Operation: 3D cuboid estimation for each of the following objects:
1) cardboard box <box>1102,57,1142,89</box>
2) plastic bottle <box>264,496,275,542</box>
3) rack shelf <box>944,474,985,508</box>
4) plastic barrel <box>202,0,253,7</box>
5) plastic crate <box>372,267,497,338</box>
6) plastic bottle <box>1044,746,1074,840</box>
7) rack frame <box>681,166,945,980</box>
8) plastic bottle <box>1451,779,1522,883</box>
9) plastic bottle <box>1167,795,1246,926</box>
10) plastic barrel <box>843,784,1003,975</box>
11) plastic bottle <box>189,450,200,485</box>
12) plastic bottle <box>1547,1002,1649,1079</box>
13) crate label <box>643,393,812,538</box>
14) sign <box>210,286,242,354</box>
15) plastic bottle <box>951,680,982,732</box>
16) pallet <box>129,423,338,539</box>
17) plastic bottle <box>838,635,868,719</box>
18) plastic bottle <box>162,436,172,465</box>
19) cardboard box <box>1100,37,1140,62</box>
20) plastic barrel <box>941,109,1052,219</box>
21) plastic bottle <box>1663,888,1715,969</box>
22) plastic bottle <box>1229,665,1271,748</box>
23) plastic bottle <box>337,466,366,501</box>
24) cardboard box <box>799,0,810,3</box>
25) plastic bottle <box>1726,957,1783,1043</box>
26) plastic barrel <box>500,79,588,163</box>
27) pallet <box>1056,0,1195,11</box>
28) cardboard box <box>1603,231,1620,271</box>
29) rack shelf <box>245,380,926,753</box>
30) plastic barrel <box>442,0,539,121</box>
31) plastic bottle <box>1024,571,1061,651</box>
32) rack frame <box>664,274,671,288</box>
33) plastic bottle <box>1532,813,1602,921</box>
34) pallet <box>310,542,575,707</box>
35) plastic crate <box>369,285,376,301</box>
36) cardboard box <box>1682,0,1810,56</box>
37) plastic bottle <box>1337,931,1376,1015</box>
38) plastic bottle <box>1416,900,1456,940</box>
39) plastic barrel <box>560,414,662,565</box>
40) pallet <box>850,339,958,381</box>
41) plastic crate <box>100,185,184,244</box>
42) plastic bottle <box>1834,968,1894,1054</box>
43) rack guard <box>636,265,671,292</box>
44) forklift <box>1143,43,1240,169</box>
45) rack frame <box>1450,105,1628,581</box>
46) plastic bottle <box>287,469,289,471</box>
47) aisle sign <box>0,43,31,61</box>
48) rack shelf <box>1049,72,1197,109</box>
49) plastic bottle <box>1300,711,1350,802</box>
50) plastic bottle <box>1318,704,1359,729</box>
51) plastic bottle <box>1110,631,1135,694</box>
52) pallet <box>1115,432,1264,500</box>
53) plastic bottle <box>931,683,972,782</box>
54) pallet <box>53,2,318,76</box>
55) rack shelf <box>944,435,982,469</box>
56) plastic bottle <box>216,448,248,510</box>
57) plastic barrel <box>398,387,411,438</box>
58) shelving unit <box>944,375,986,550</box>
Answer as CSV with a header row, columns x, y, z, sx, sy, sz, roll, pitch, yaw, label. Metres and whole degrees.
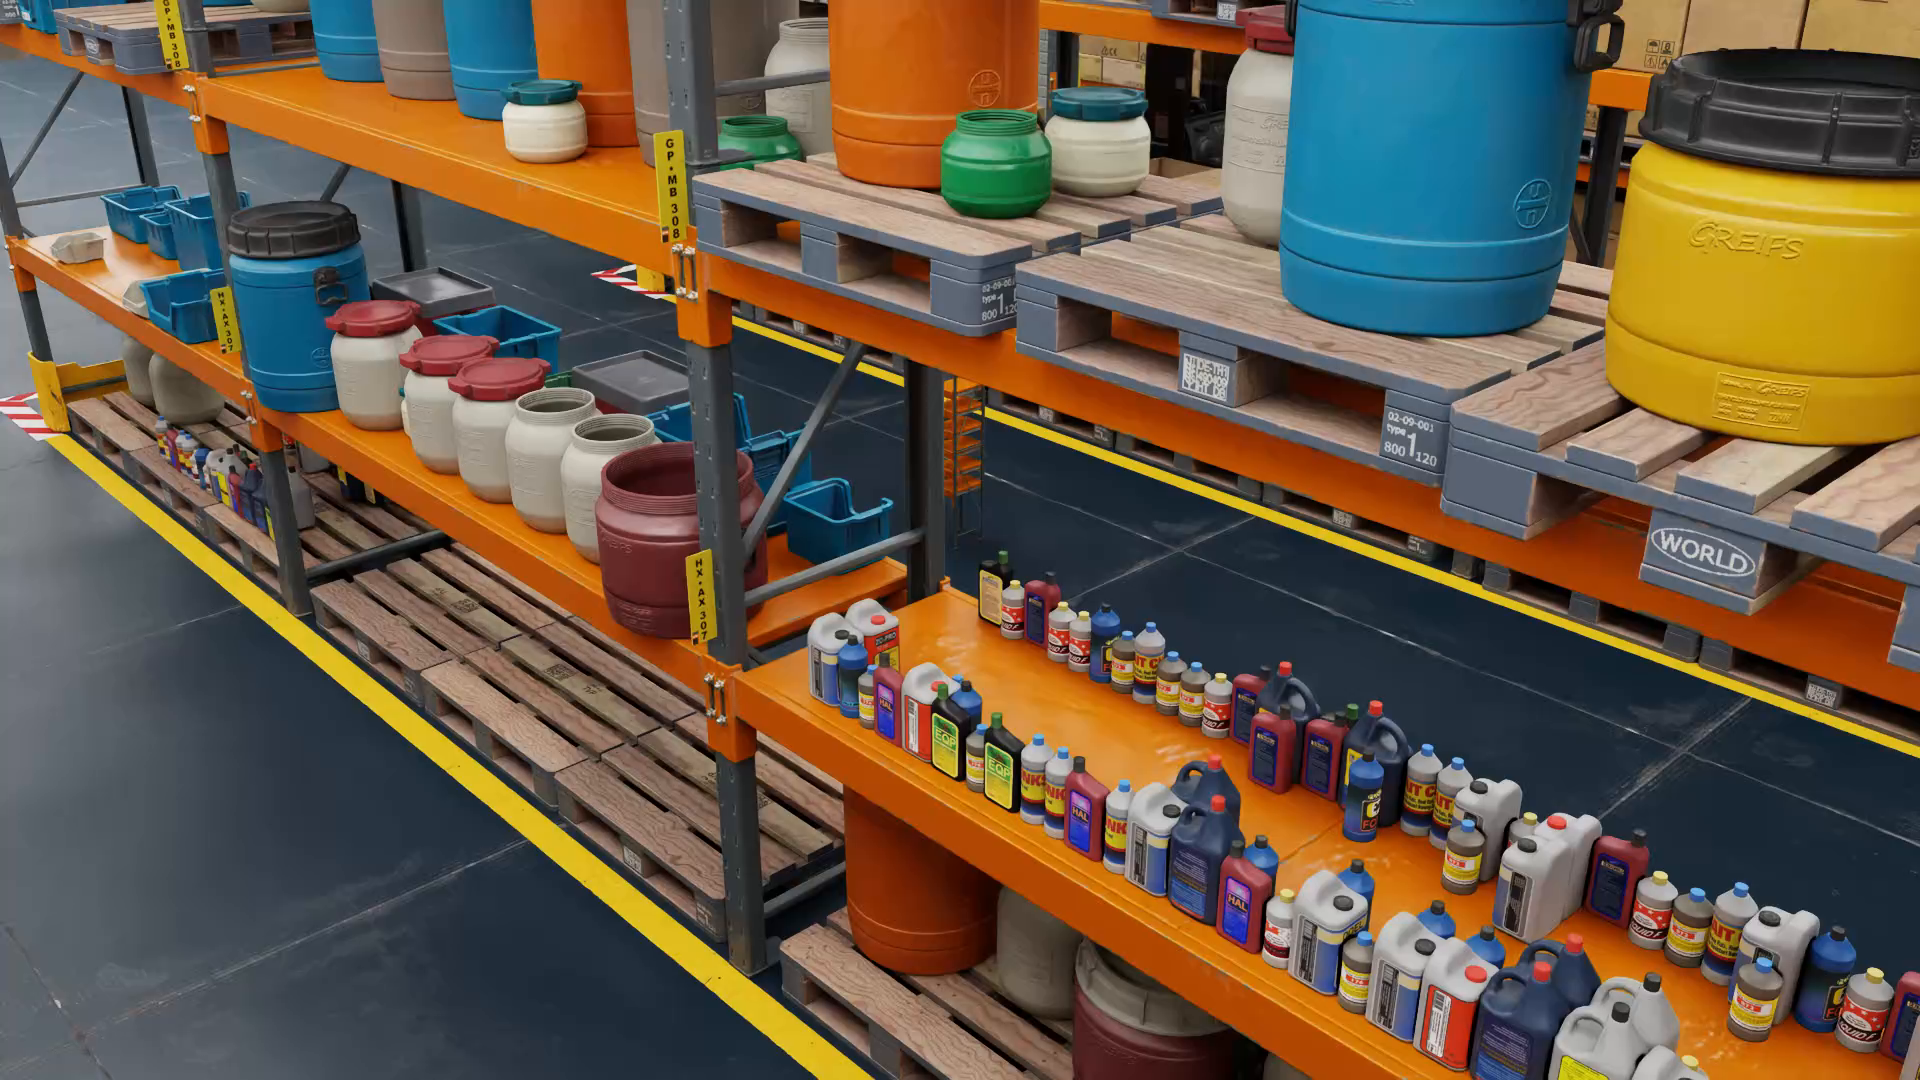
x,y,z,sx,sy,sz,roll,pitch,yaw,label
1.770,-4.676,16.543,0.500,0.250,0.500,-22,33,-40,cardboard box
-3.764,-0.121,9.144,0.061,0.283,0.133,-19,31,-36,plastic bottle
-0.010,-0.291,9.629,0.258,0.103,0.180,-21,32,-38,rack shelf
-3.797,-3.220,8.471,0.600,0.901,0.708,-21,32,-38,plastic barrel
-2.640,-1.074,8.412,0.402,0.464,0.583,-21,32,-38,plastic crate
0.290,0.712,4.731,0.097,0.271,0.097,0,25,0,plastic bottle
-0.461,0.107,5.900,1.000,3.000,0.127,-21,32,-38,rack frame
1.444,0.777,4.583,0.152,0.276,0.135,-21,32,-38,plastic bottle
0.653,0.822,4.393,0.144,0.351,0.185,-21,32,-38,plastic bottle
-0.114,1.047,5.949,0.600,0.830,0.708,-21,32,-38,plastic barrel
-4.546,-0.441,9.945,0.097,0.201,0.097,0,25,0,plastic bottle
1.406,1.156,3.661,0.144,0.351,0.185,-21,32,-38,plastic bottle
-0.942,-0.286,6.721,0.502,0.435,0.616,-21,32,-38,crate label
-3.604,-1.078,8.165,0.100,0.325,0.005,-21,32,-38,sign
0.019,0.555,5.075,0.097,0.271,0.097,0,25,0,plastic bottle
-4.461,-0.421,10.418,1.003,0.211,1.213,-21,32,-38,pallet
-0.341,0.432,5.345,0.097,0.271,0.097,0,25,0,plastic bottle
-4.846,-0.574,10.236,0.097,0.201,0.097,0,25,0,plastic bottle
1.741,-5.026,16.407,0.500,0.500,0.500,-21,32,-38,cardboard box
0.096,-0.991,4.376,0.294,0.245,0.294,0,25,0,plastic barrel
1.859,0.978,4.231,0.097,0.201,0.097,0,25,0,plastic bottle
0.909,0.508,5.162,0.061,0.283,0.133,-21,32,-38,plastic bottle
-3.549,-0.421,9.720,0.144,0.351,0.185,-21,32,-38,plastic bottle
-1.601,-4.037,13.302,0.700,0.500,0.500,-22,33,-40,cardboard box
1.907,1.092,3.983,0.097,0.201,0.097,0,25,0,plastic bottle
-1.500,-1.513,6.006,0.301,0.262,0.301,0,25,0,plastic barrel
1.036,-3.523,10.474,1.217,0.209,0.805,22,33,40,pallet
5.614,-2.301,13.661,0.700,0.500,0.500,-21,32,-39,cardboard box
-1.828,-0.171,7.378,1.077,0.370,4.000,-21,32,-38,rack shelf
-1.794,-2.208,6.759,0.600,0.901,0.708,-21,32,-38,plastic barrel
0.285,0.232,5.768,0.061,0.283,0.133,-21,32,-38,plastic bottle
-2.310,-3.720,14.291,1.000,3.000,0.127,-21,32,-38,rack frame
1.602,0.847,4.429,0.152,0.276,0.135,-21,32,-38,plastic bottle
-2.629,0.391,8.638,1.003,0.211,1.213,-21,32,-38,pallet
-3.459,-1.271,8.996,0.767,0.338,0.504,-21,32,-38,plastic crate
3.829,-2.430,7.727,0.910,0.500,0.500,-21,32,-38,cardboard box
0.982,1.050,4.073,0.097,0.201,0.097,0,25,0,plastic bottle
1.160,1.005,4.088,0.097,0.271,0.097,0,25,0,plastic bottle
-1.320,-0.194,6.428,0.421,0.512,0.421,0,25,0,plastic barrel
-0.089,-1.493,12.767,1.003,0.211,1.213,-21,32,-38,pallet
-5.368,-2.182,11.098,0.499,0.251,0.616,-21,32,-38,plastic crate
2.151,1.107,3.948,0.097,0.201,0.097,0,25,0,plastic bottle
-2.327,-2.590,14.826,1.175,0.500,0.348,-21,32,-38,rack guard
2.271,-3.228,13.294,3.031,2.935,1.130,22,32,39,forklift
3.158,-1.297,8.978,1.000,3.000,0.127,-21,32,-38,rack frame
-3.885,-0.287,9.516,0.152,0.276,0.135,-21,32,-38,plastic bottle
-6.192,-3.438,10.539,0.394,0.787,0.004,-21,32,-38,aisle sign
2.670,-4.193,16.195,1.077,0.370,4.000,-21,32,-38,rack shelf
1.082,0.622,4.913,0.061,0.283,0.133,-21,32,-38,plastic bottle
1.126,0.605,4.951,0.061,0.283,0.133,-21,32,-38,plastic bottle
0.550,0.398,5.503,0.097,0.201,0.097,0,25,0,plastic bottle
1.794,-0.658,10.938,1.003,0.211,1.213,-21,32,-38,pallet
-0.026,0.577,5.012,0.061,0.283,0.133,-21,32,-38,plastic bottle
-3.759,-2.574,8.392,1.213,0.211,1.003,-21,32,-38,pallet
-0.010,-0.510,9.529,0.258,0.103,0.180,-21,32,-38,rack shelf
-4.197,-0.369,9.606,0.144,0.351,0.185,-21,32,-39,plastic bottle
-2.402,-0.597,7.611,0.301,0.262,0.301,0,25,0,plastic barrel
-0.010,-0.550,9.511,0.258,1.200,0.189,-21,32,-38,shelving unit
